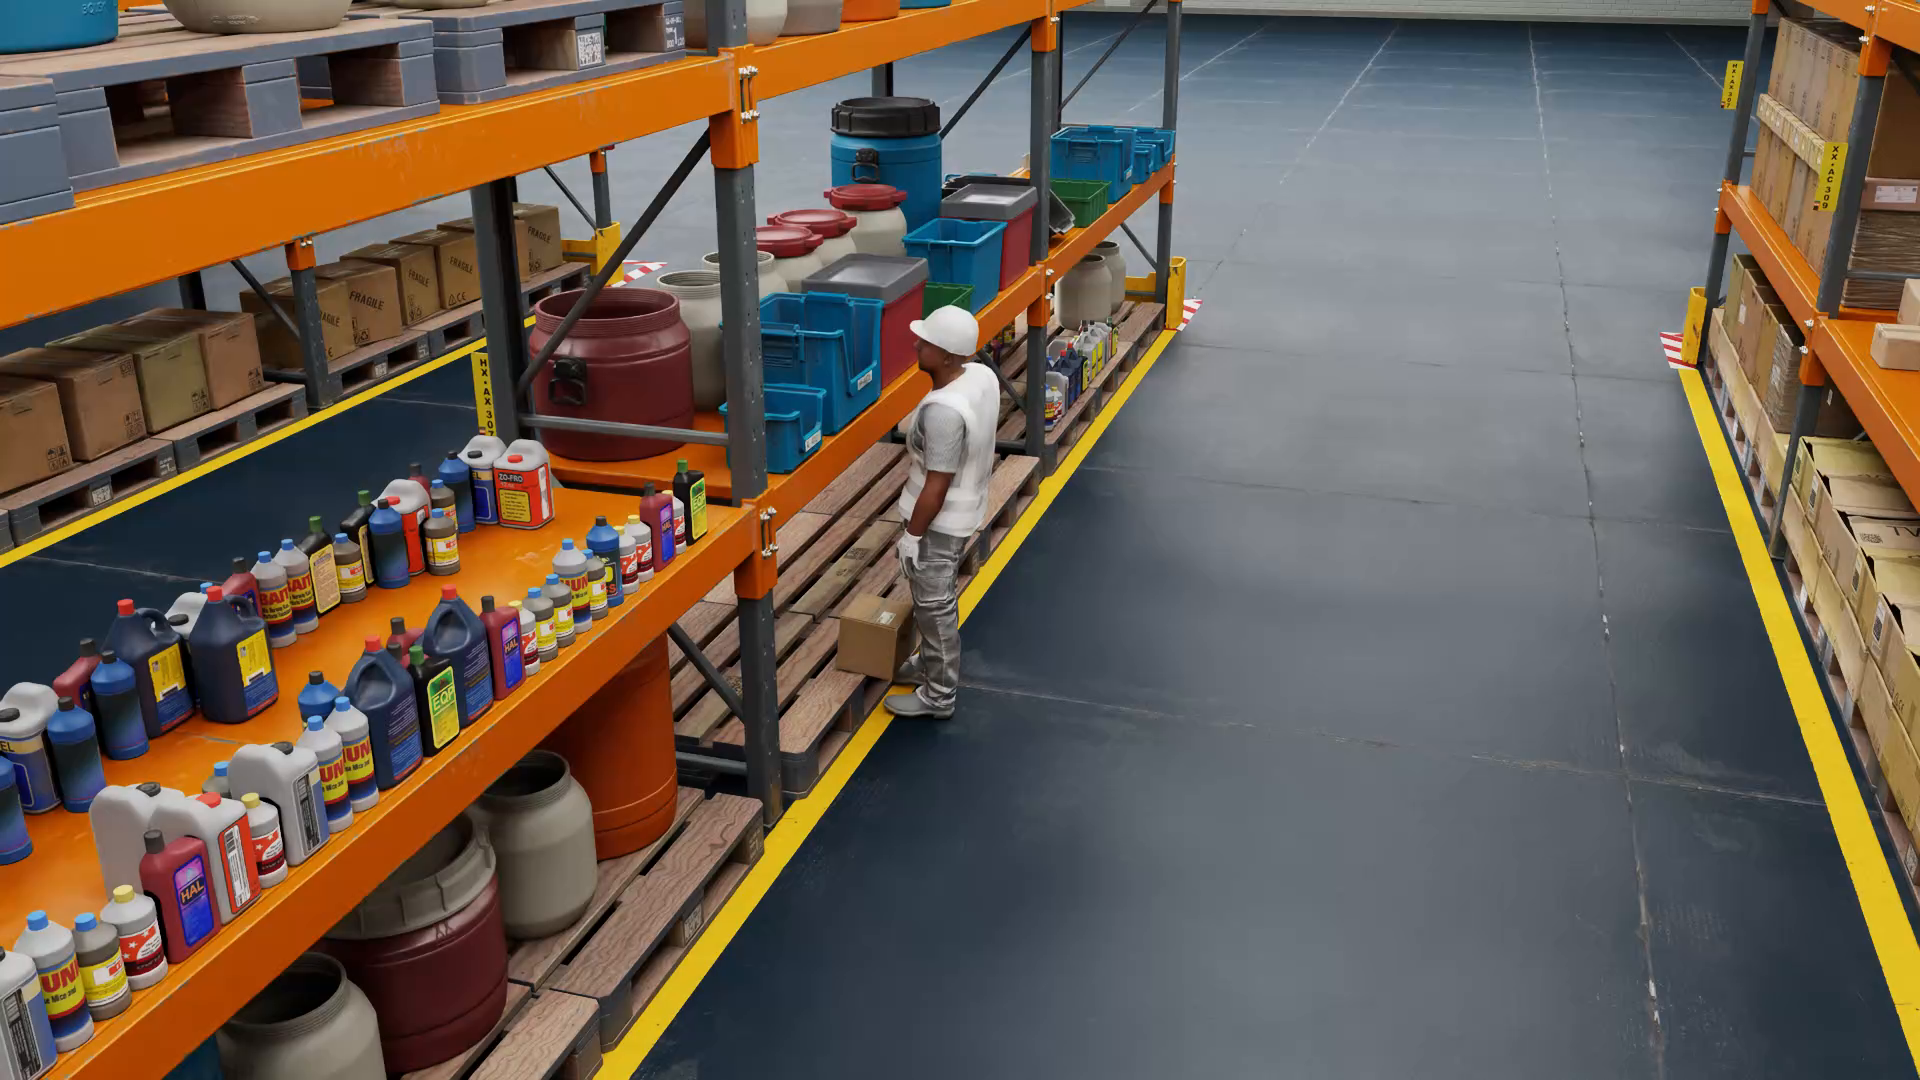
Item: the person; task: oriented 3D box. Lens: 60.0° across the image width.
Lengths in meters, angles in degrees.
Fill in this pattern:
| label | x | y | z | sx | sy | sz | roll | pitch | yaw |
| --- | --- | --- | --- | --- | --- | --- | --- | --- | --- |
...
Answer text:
| label | x | y | z | sx | sy | sz | roll | pitch | yaw |
| --- | --- | --- | --- | --- | --- | --- | --- | --- | --- |
| person | -0.147 | -0.103 | 6.796 | 0.577 | 1.782 | 0.656 | 6 | 23 | 15 |
